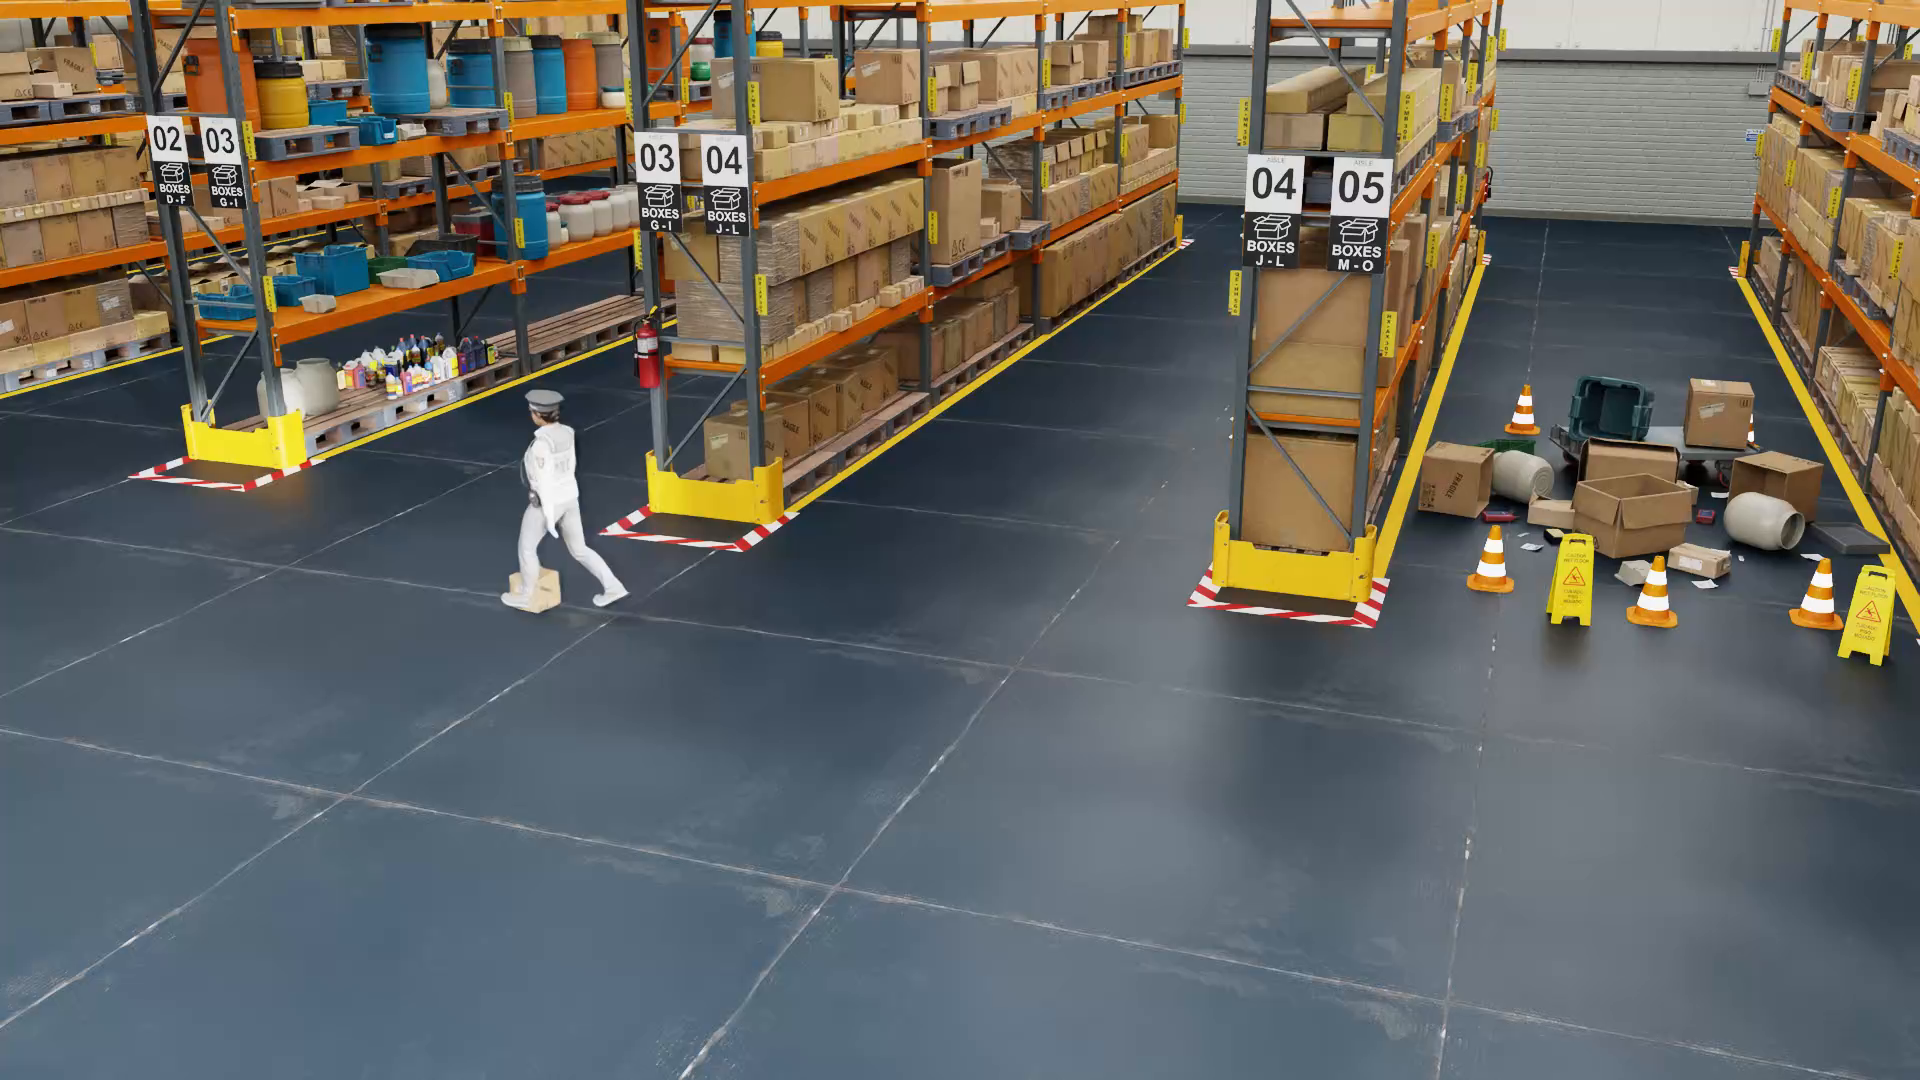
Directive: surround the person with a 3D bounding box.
[{"bbox_3d":[-2.858,-0.269,11.841,0.984,1.619,0.530,8,20,22],"label":"person"}]
